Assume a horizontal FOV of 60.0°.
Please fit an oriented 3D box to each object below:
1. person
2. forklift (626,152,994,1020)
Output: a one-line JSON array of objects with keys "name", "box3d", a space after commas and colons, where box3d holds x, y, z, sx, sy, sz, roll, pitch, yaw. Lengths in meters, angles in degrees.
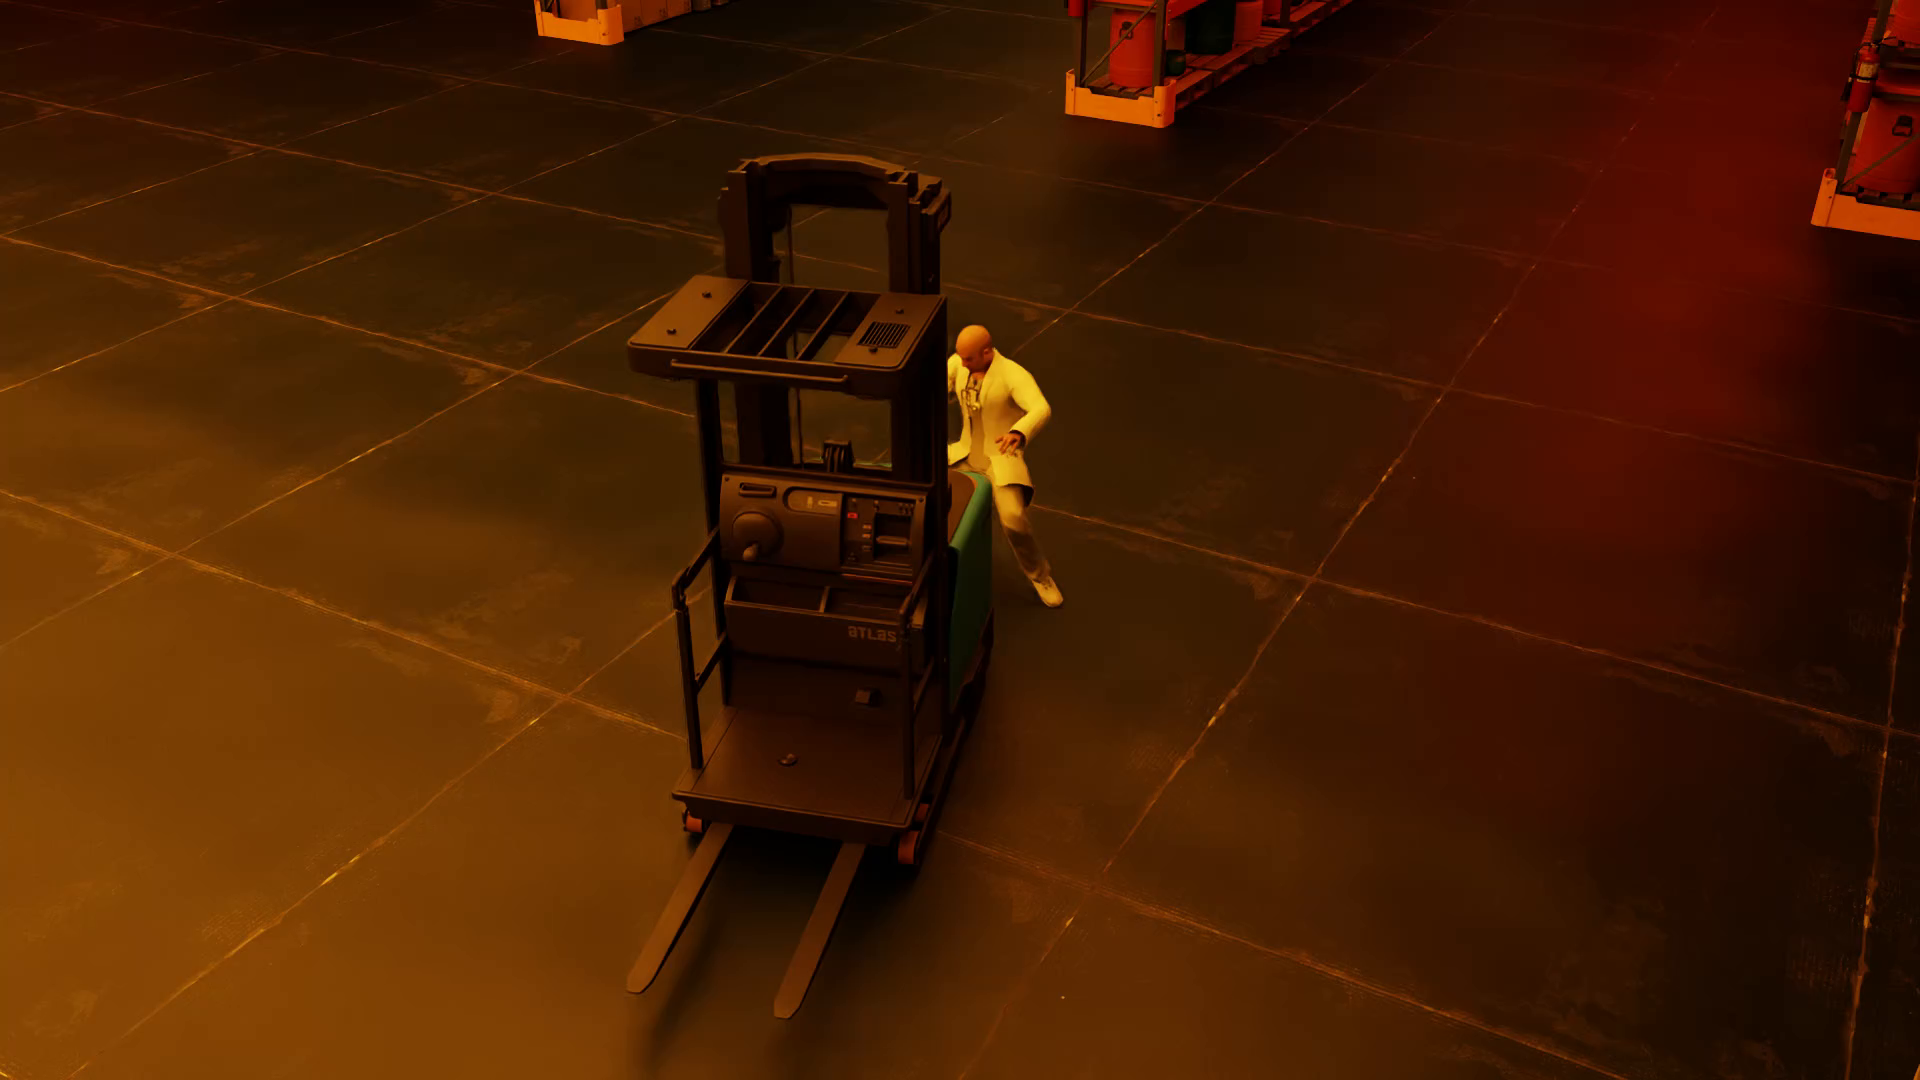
[{"name": "person", "box3d": [0.067, -0.430, 9.218, 1.178, 1.528, 0.740, 24, 38, 35]}, {"name": "forklift", "box3d": [-0.647, -0.014, 7.094, 1.130, 2.935, 3.031, 6, 31, 11]}]
